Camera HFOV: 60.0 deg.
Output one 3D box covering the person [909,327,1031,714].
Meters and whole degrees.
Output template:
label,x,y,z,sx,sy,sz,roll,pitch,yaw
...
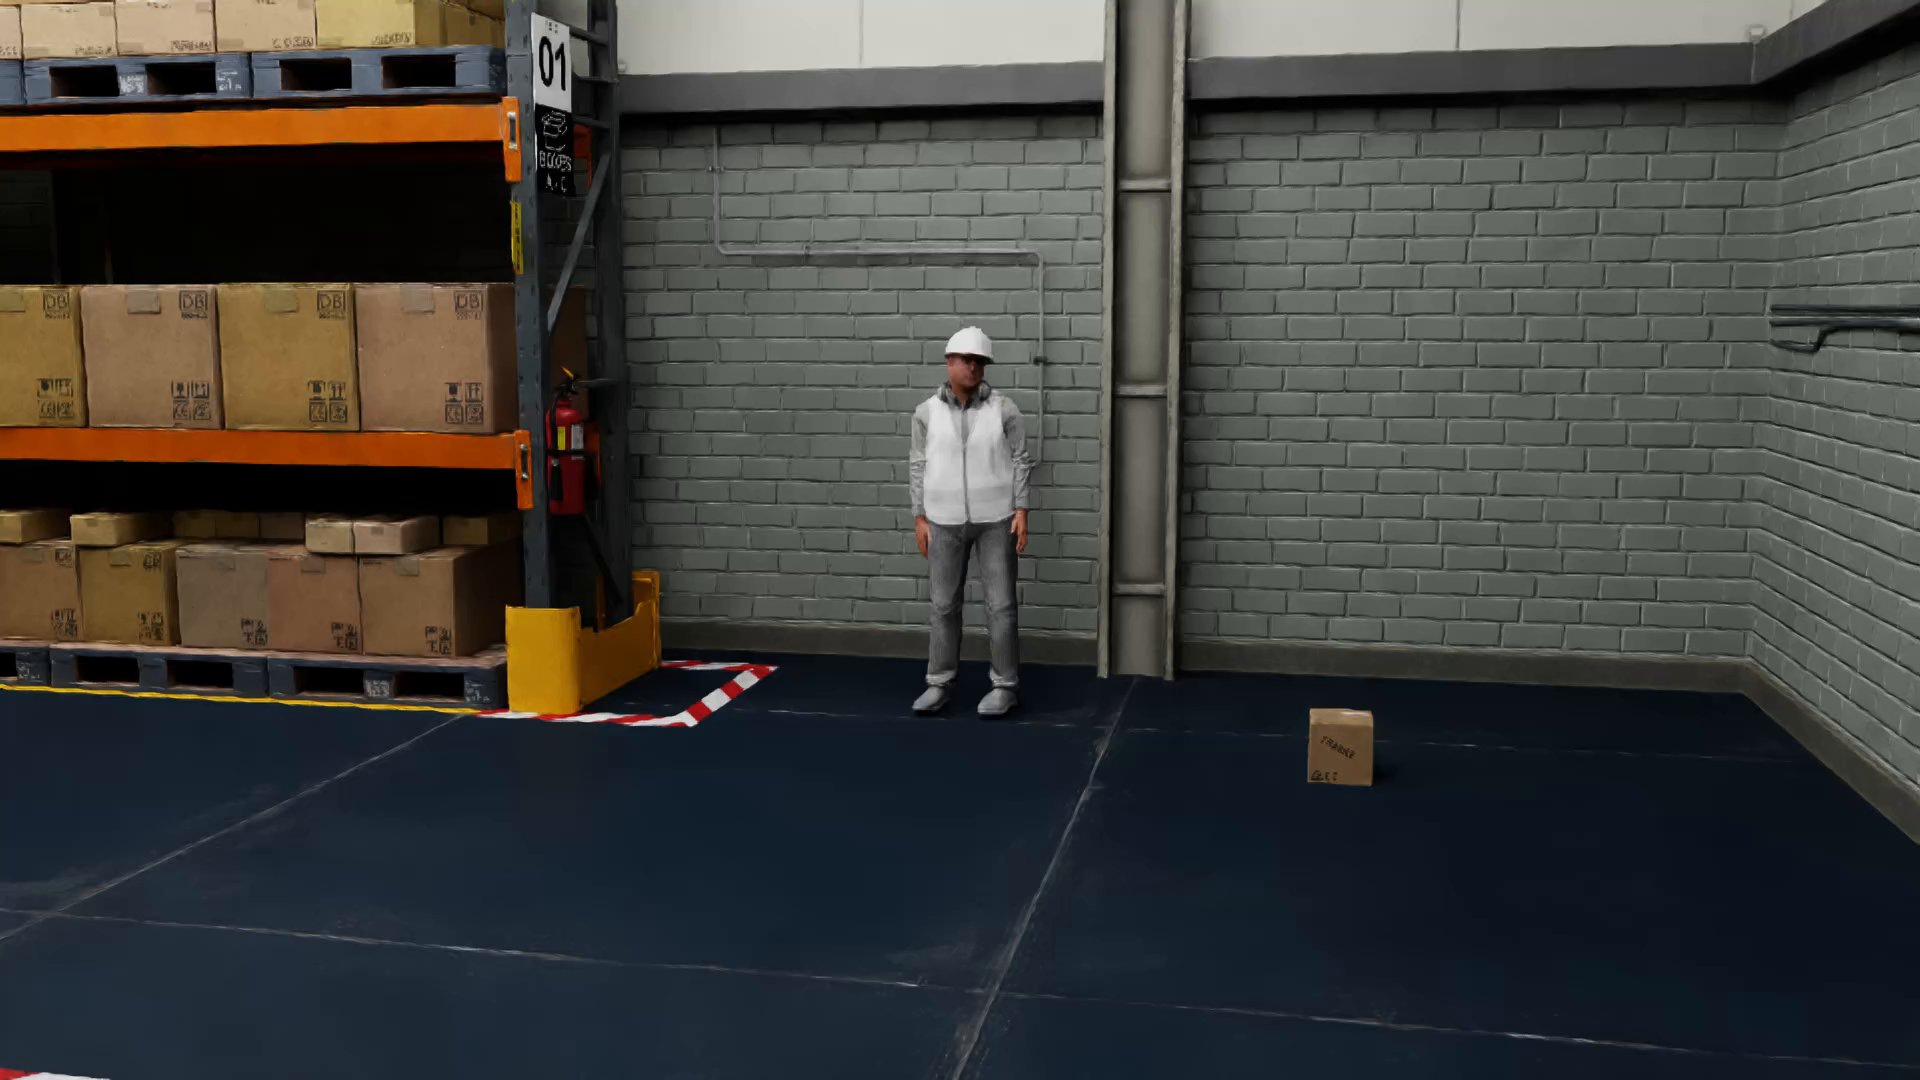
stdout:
label,x,y,z,sx,sy,sz,roll,pitch,yaw
person,0.041,-0.089,7.688,0.571,1.781,0.393,1,8,7
